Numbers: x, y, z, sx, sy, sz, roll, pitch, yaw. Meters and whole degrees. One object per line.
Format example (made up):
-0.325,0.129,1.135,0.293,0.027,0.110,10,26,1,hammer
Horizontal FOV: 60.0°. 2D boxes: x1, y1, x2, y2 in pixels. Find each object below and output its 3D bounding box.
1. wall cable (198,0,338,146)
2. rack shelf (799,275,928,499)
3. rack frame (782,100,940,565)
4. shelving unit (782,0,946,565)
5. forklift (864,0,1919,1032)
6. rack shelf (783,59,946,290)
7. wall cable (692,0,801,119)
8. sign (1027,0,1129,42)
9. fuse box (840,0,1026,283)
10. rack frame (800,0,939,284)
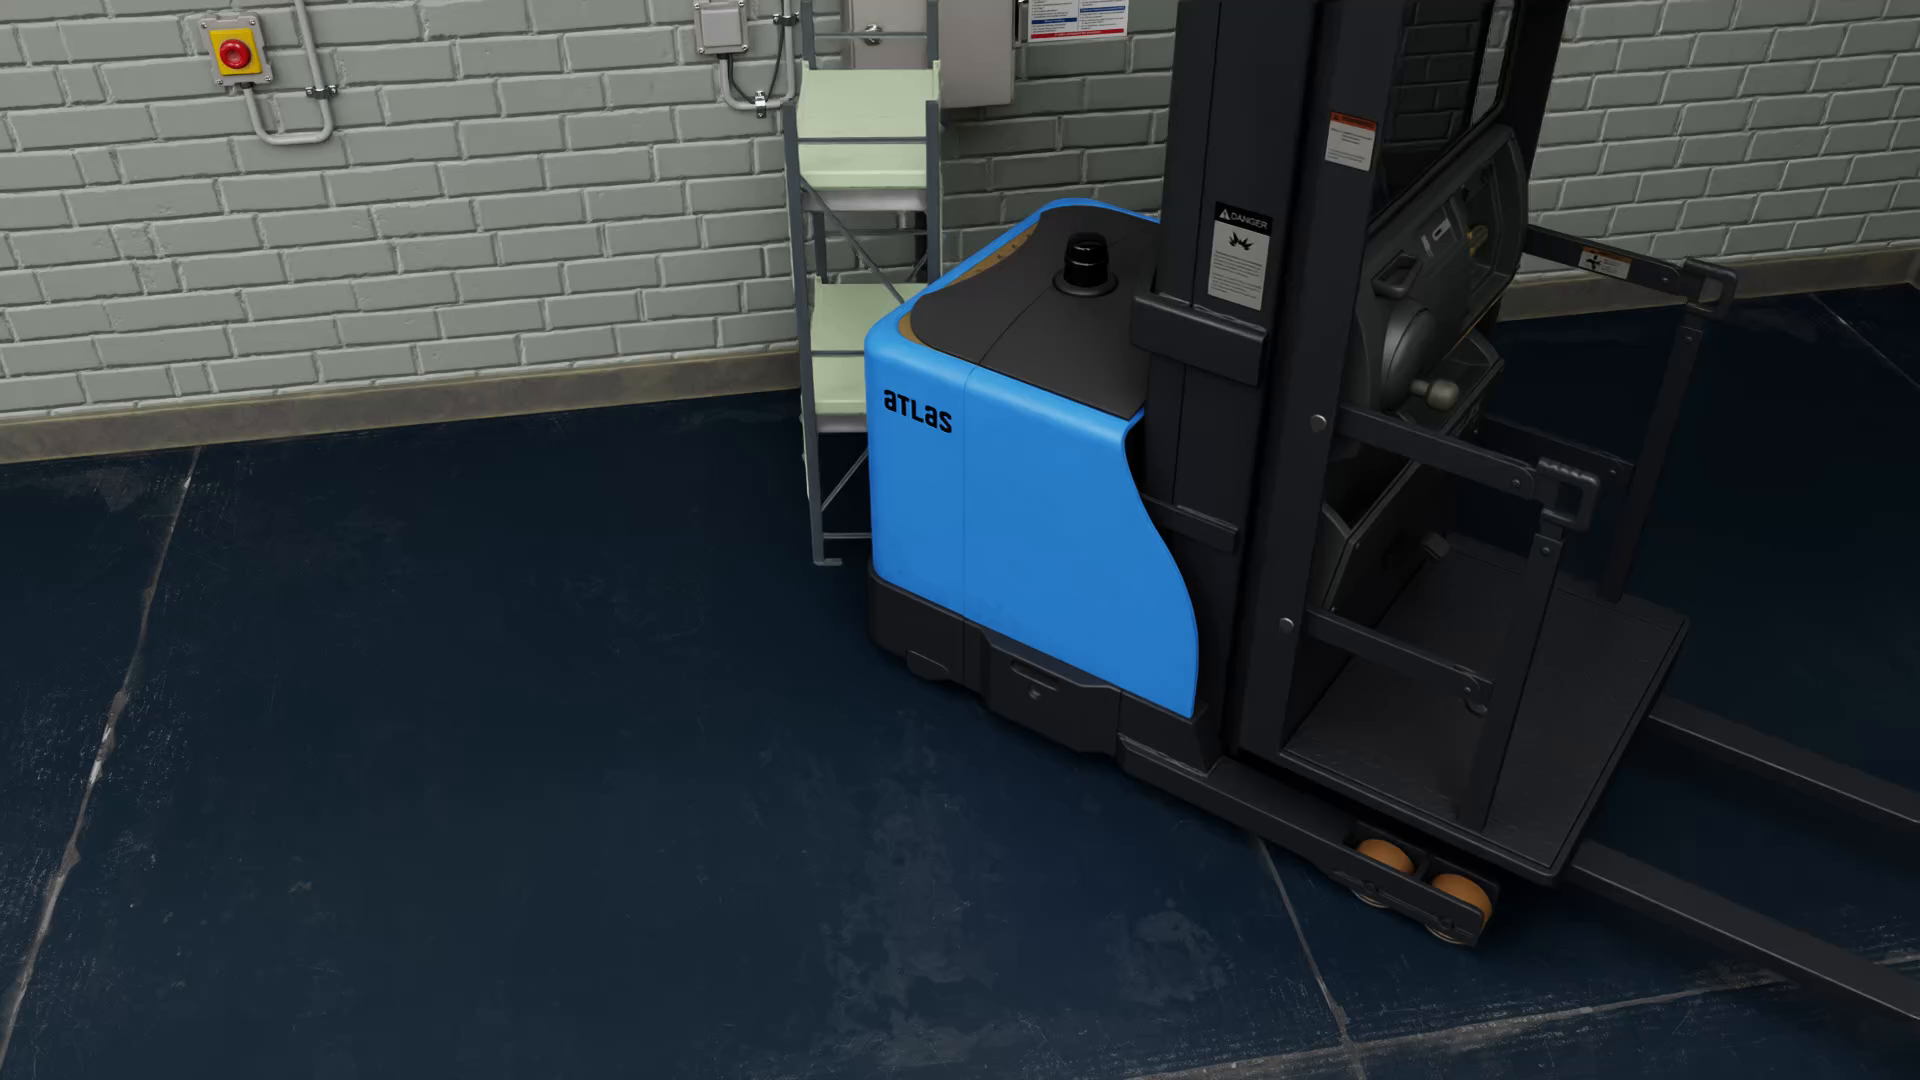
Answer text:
-2.166,-1.946,4.457,0.585,1.953,0.123,-6,38,-8,wall cable
-0.259,-0.491,5.191,0.431,0.370,0.720,0,38,-1,rack shelf
-0.254,-0.524,4.702,0.400,1.500,0.023,0,38,-1,rack frame
-0.259,-0.748,4.991,0.431,1.500,0.755,0,38,-1,shelving unit
1.241,-0.562,3.584,3.031,2.935,1.130,23,43,27,forklift
-0.259,-1.056,4.751,0.431,0.370,0.720,0,38,-1,rack shelf
-0.771,-2.094,4.672,0.588,1.984,0.122,-6,38,-8,wall cable
0.378,-1.811,5.214,0.329,0.494,0.001,-6,38,-8,sign
-0.072,-1.162,5.351,0.539,1.711,0.414,-6,38,-8,fuse box
-0.263,-0.973,5.280,0.400,1.500,0.023,0,38,-1,rack frame
